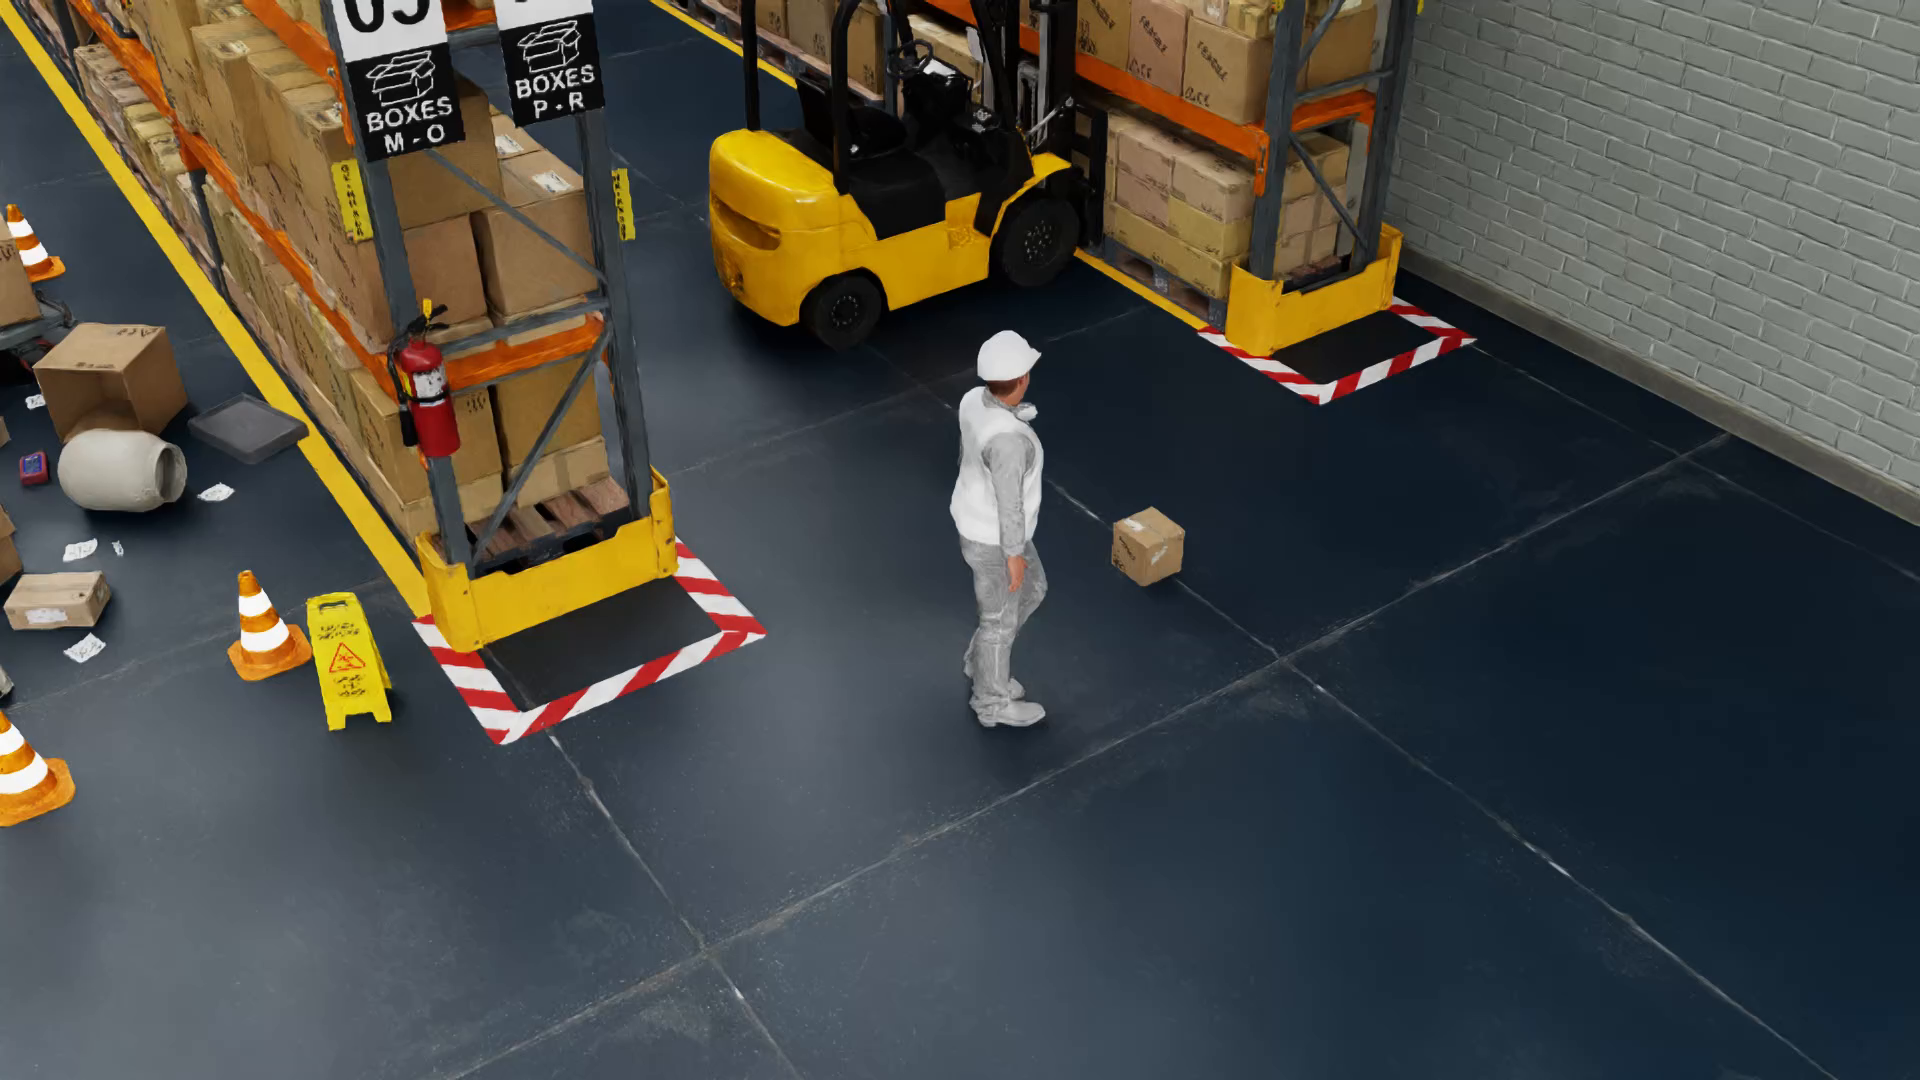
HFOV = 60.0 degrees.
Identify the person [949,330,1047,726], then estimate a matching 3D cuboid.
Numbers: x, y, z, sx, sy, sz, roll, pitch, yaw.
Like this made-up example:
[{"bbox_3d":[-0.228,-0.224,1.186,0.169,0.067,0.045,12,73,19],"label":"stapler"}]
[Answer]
[{"bbox_3d":[0.185,-0.058,7.063,0.426,1.747,0.657,-5,36,-7],"label":"person"}]
